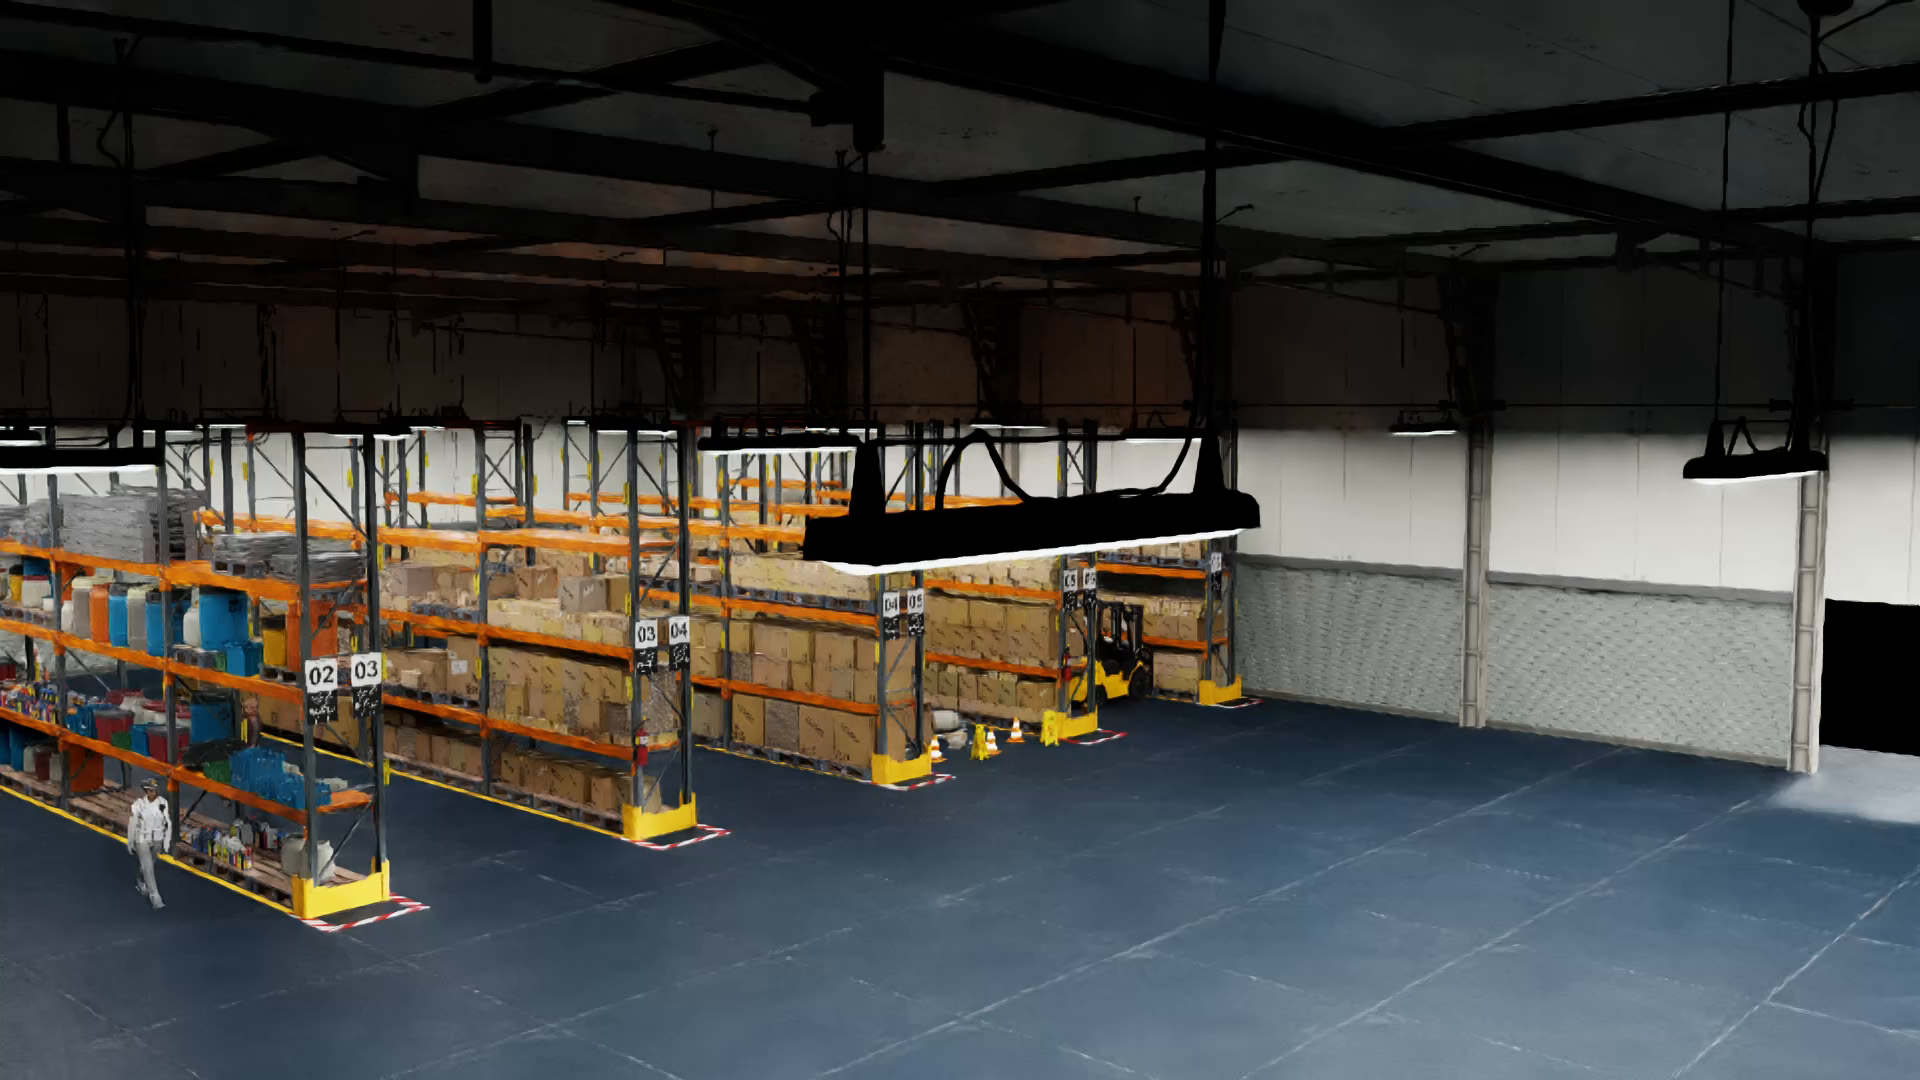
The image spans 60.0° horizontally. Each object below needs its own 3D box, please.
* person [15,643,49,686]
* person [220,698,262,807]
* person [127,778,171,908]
[{"bbox_3d":[-17.981,2.840,32.198,0.552,1.742,0.677,4,6,40],"label":"person"},{"bbox_3d":[-11.229,3.325,26.178,0.903,1.712,0.735,2,5,26],"label":"person"},{"bbox_3d":[-10.245,3.793,21.093,1.070,1.590,0.488,4,6,40],"label":"person"}]
